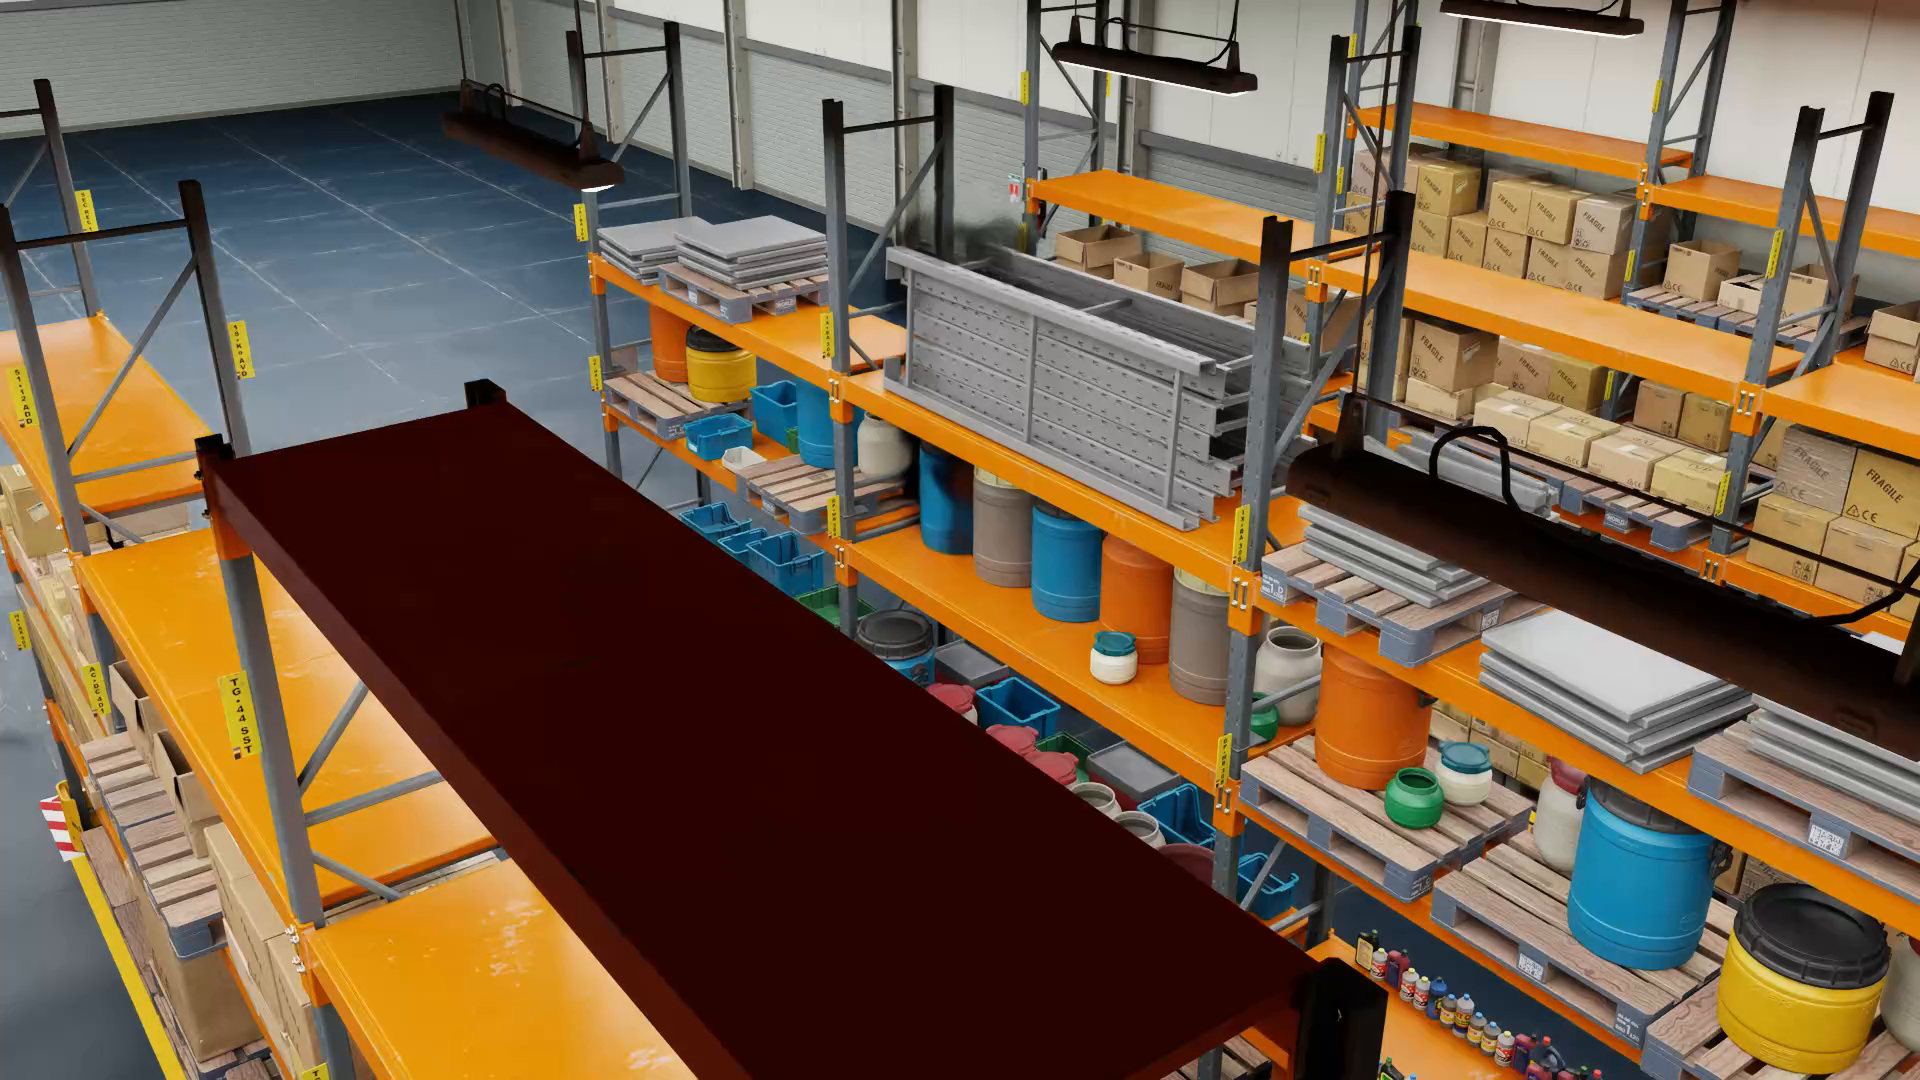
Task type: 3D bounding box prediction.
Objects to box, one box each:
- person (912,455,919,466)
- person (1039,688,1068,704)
[{"bbox_3d":[-0.775,-1.329,19.844,0.786,1.651,0.594,0,25,0],"label":"person"},{"bbox_3d":[0.823,0.713,14.881,0.695,1.753,0.574,17,30,32],"label":"person"}]
